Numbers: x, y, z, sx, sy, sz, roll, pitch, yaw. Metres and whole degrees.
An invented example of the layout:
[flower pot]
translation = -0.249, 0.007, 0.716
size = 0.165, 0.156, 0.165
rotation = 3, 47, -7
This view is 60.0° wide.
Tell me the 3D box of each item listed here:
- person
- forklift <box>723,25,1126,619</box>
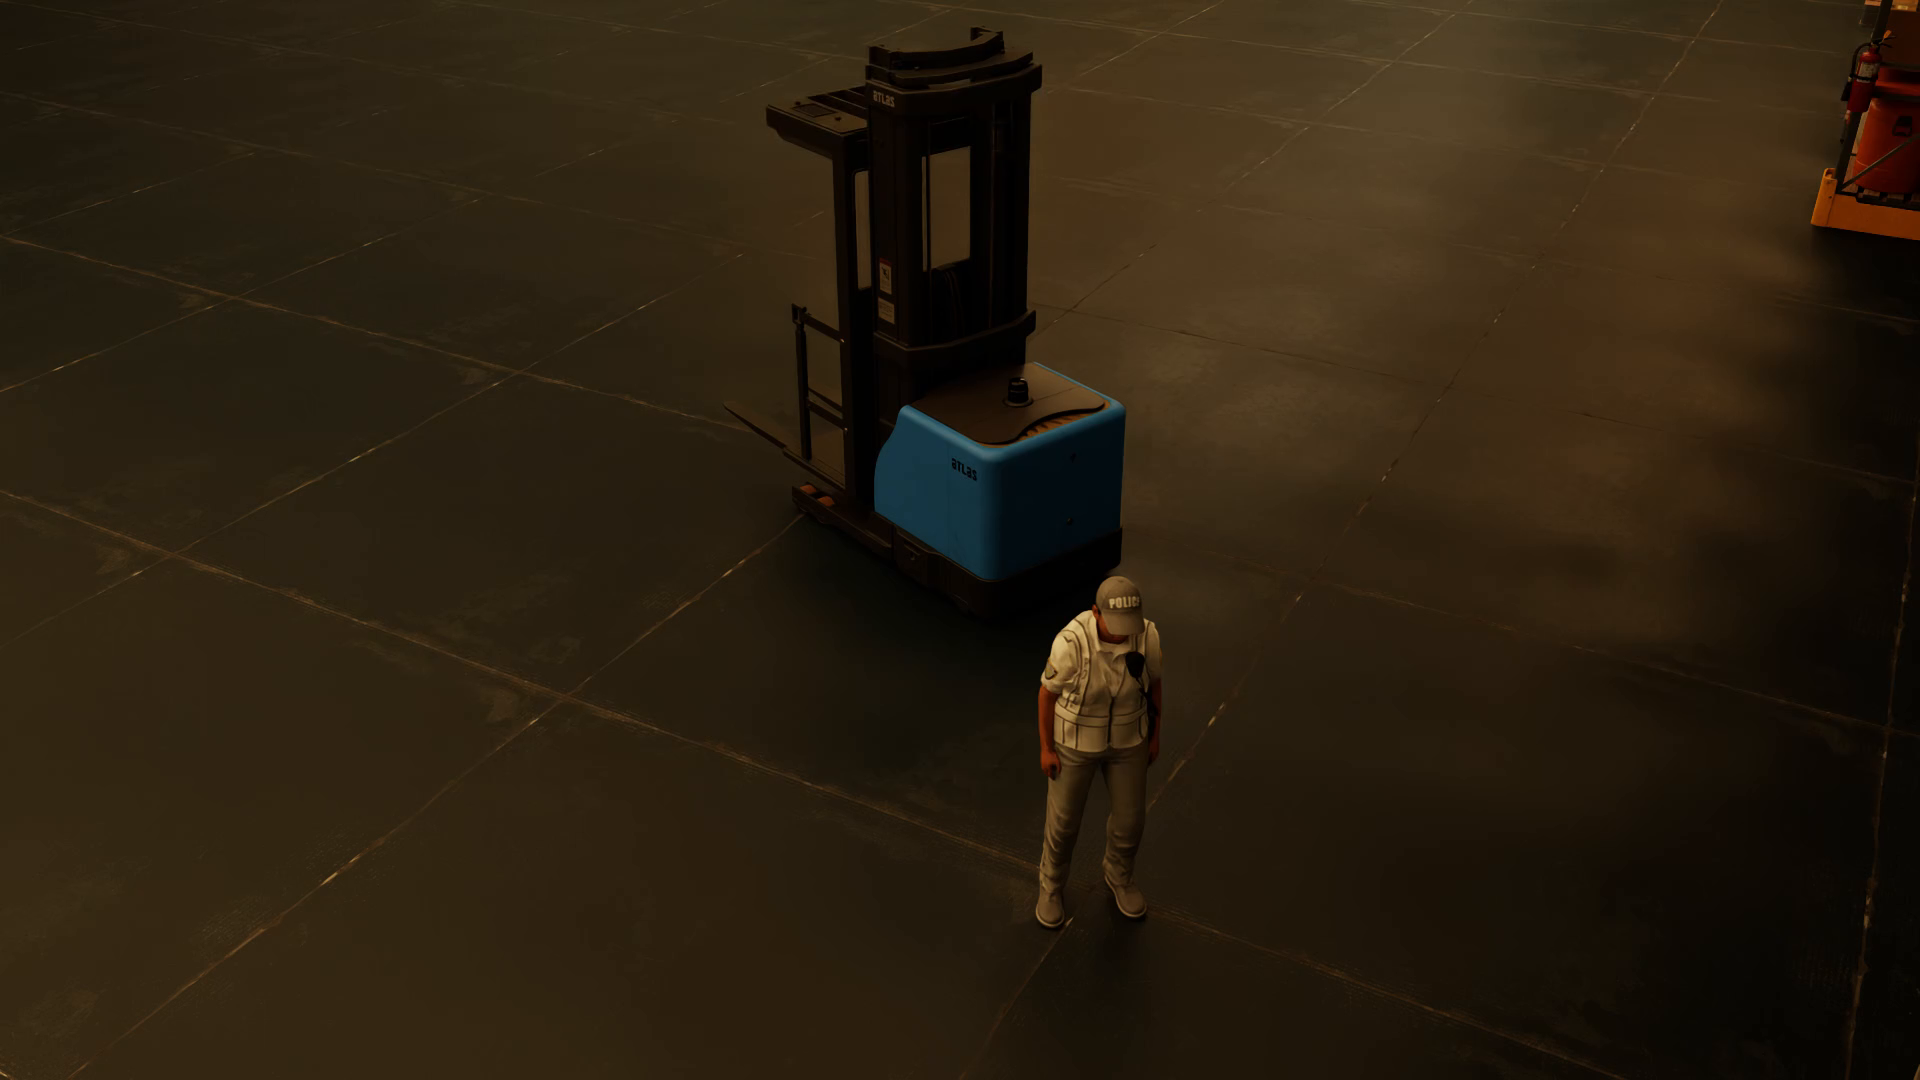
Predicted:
[person]
translation = 0.579, 0.850, 6.869
size = 0.538, 1.666, 0.467
rotation = -5, 30, -9
[forklift]
translation = -0.382, -1.507, 9.682
size = 1.130, 2.935, 3.031
rotation = -22, 37, -33
